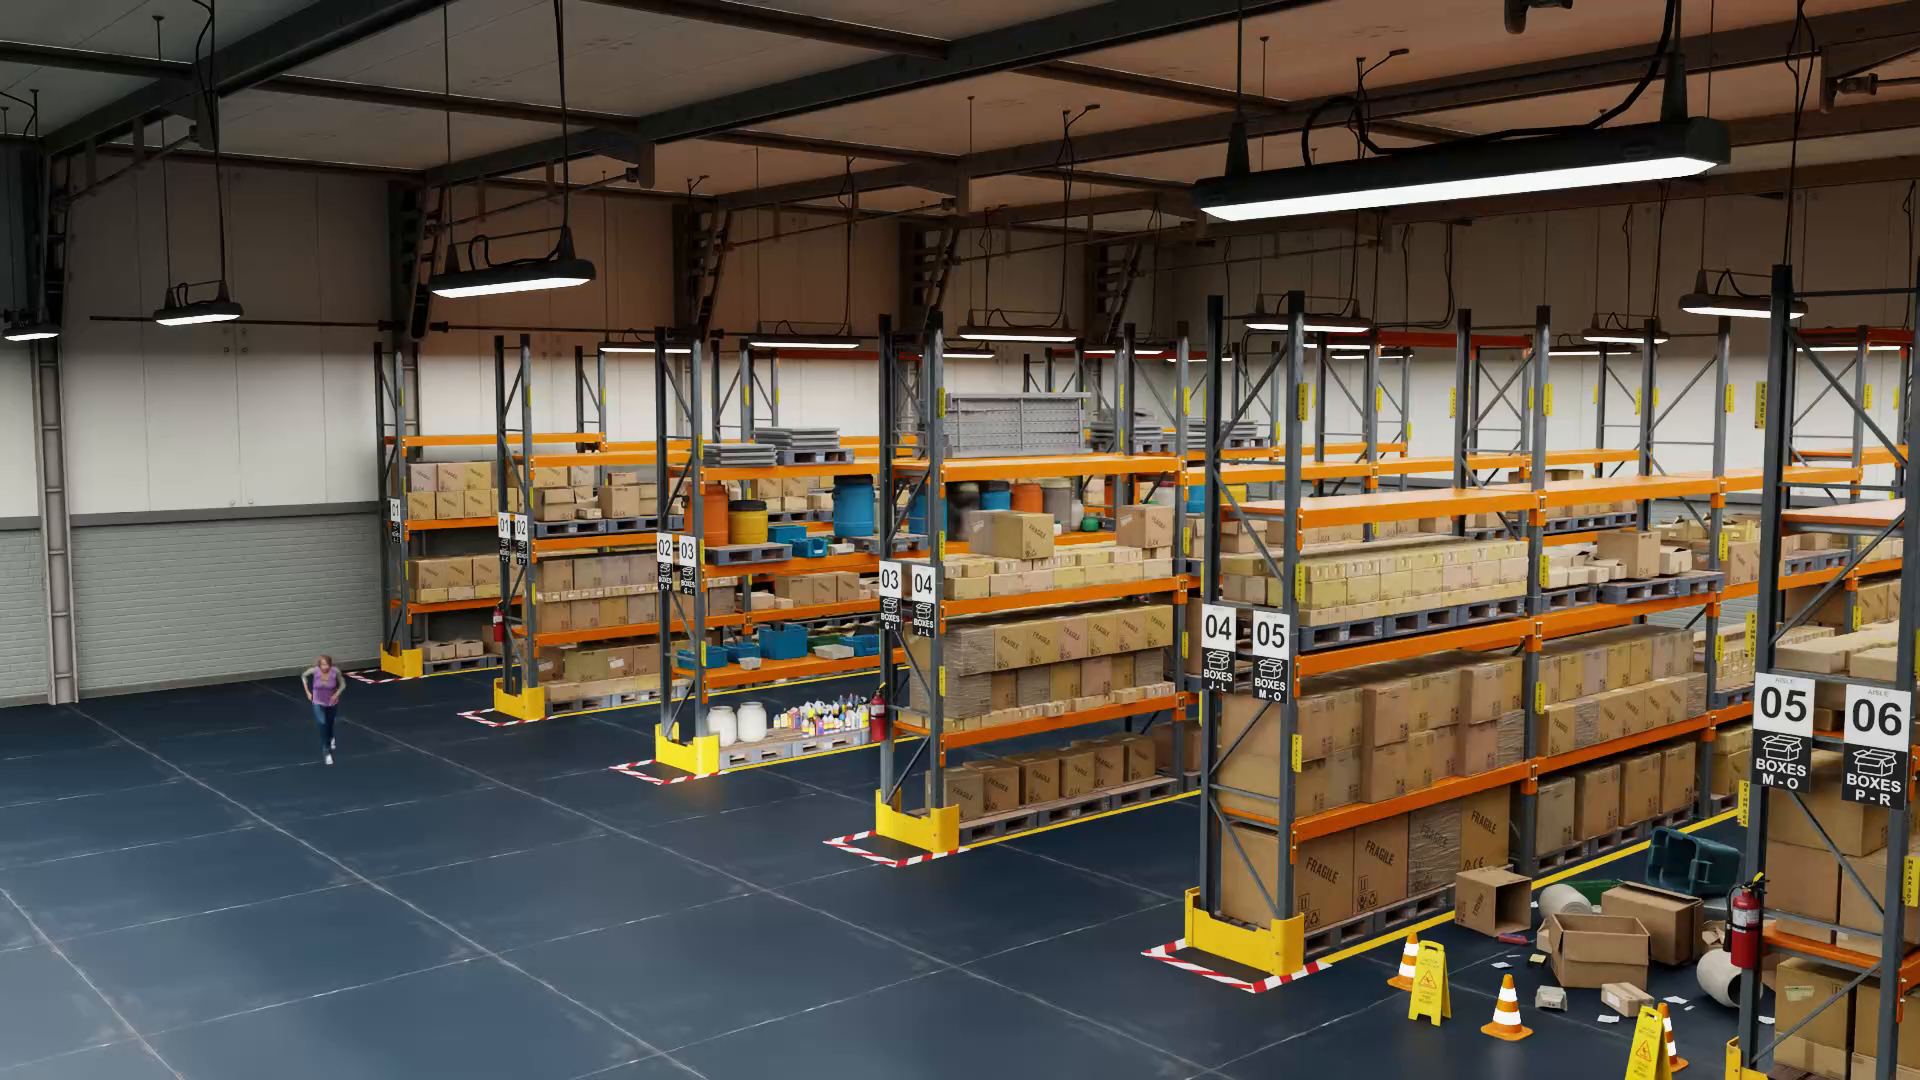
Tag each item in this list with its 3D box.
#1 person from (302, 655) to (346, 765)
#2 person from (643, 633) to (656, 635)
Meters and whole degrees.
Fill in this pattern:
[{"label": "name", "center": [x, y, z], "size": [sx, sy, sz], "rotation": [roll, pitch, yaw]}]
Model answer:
[{"label": "person", "center": [-8.860, 2.333, 23.218], "size": [0.579, 1.508, 0.916], "rotation": [-2, 5, -17]}, {"label": "person", "center": [-5.552, 1.563, 30.038], "size": [0.669, 1.747, 0.897], "rotation": [3, 6, 33]}]
